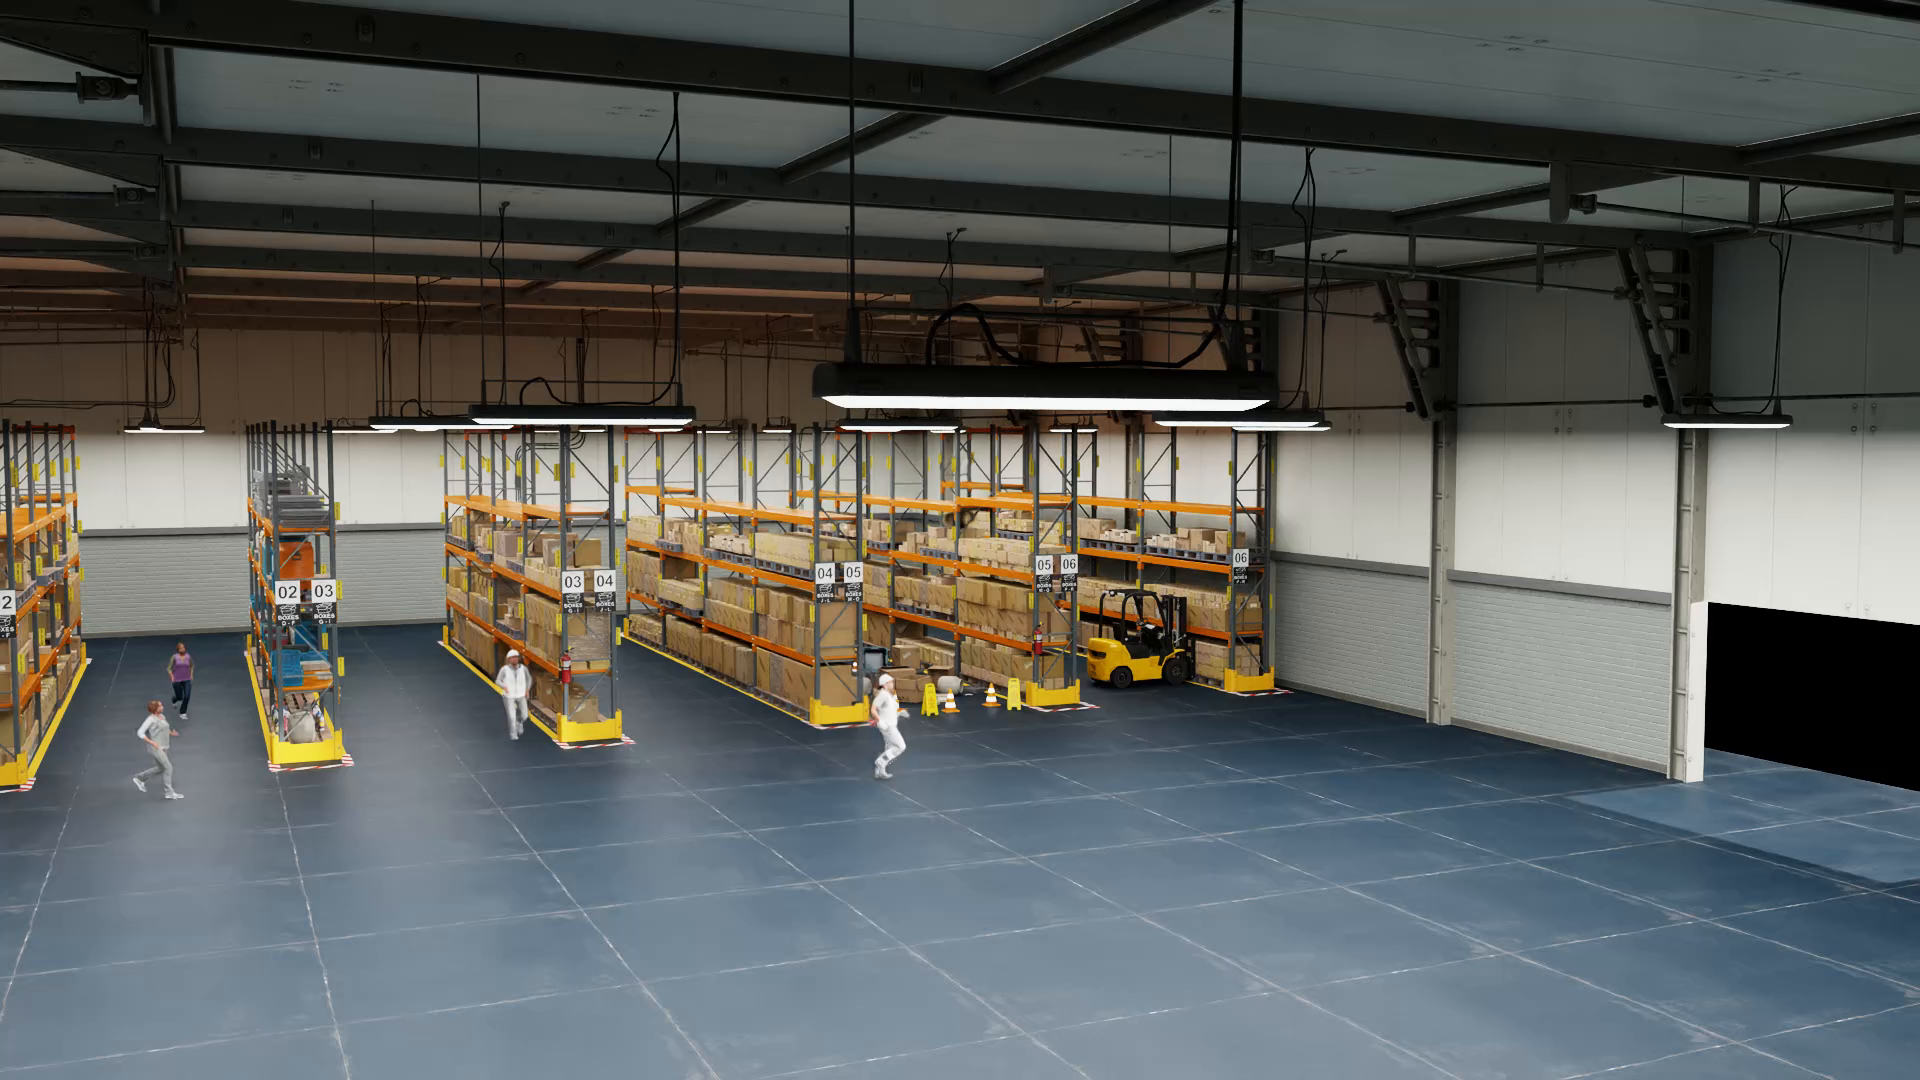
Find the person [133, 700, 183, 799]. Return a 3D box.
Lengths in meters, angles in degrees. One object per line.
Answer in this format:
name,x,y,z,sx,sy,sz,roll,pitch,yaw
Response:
person,-12.650,3.295,26.165,0.813,1.569,0.548,0,4,0

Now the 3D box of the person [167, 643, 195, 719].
person,-15.825,2.844,33.773,0.522,1.554,0.598,-3,5,-39

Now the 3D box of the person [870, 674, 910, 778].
person,-1.144,3.105,27.685,0.603,1.739,0.664,0,4,6

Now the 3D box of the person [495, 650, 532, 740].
person,-8.352,2.917,31.195,0.687,1.734,0.606,-2,4,-25
